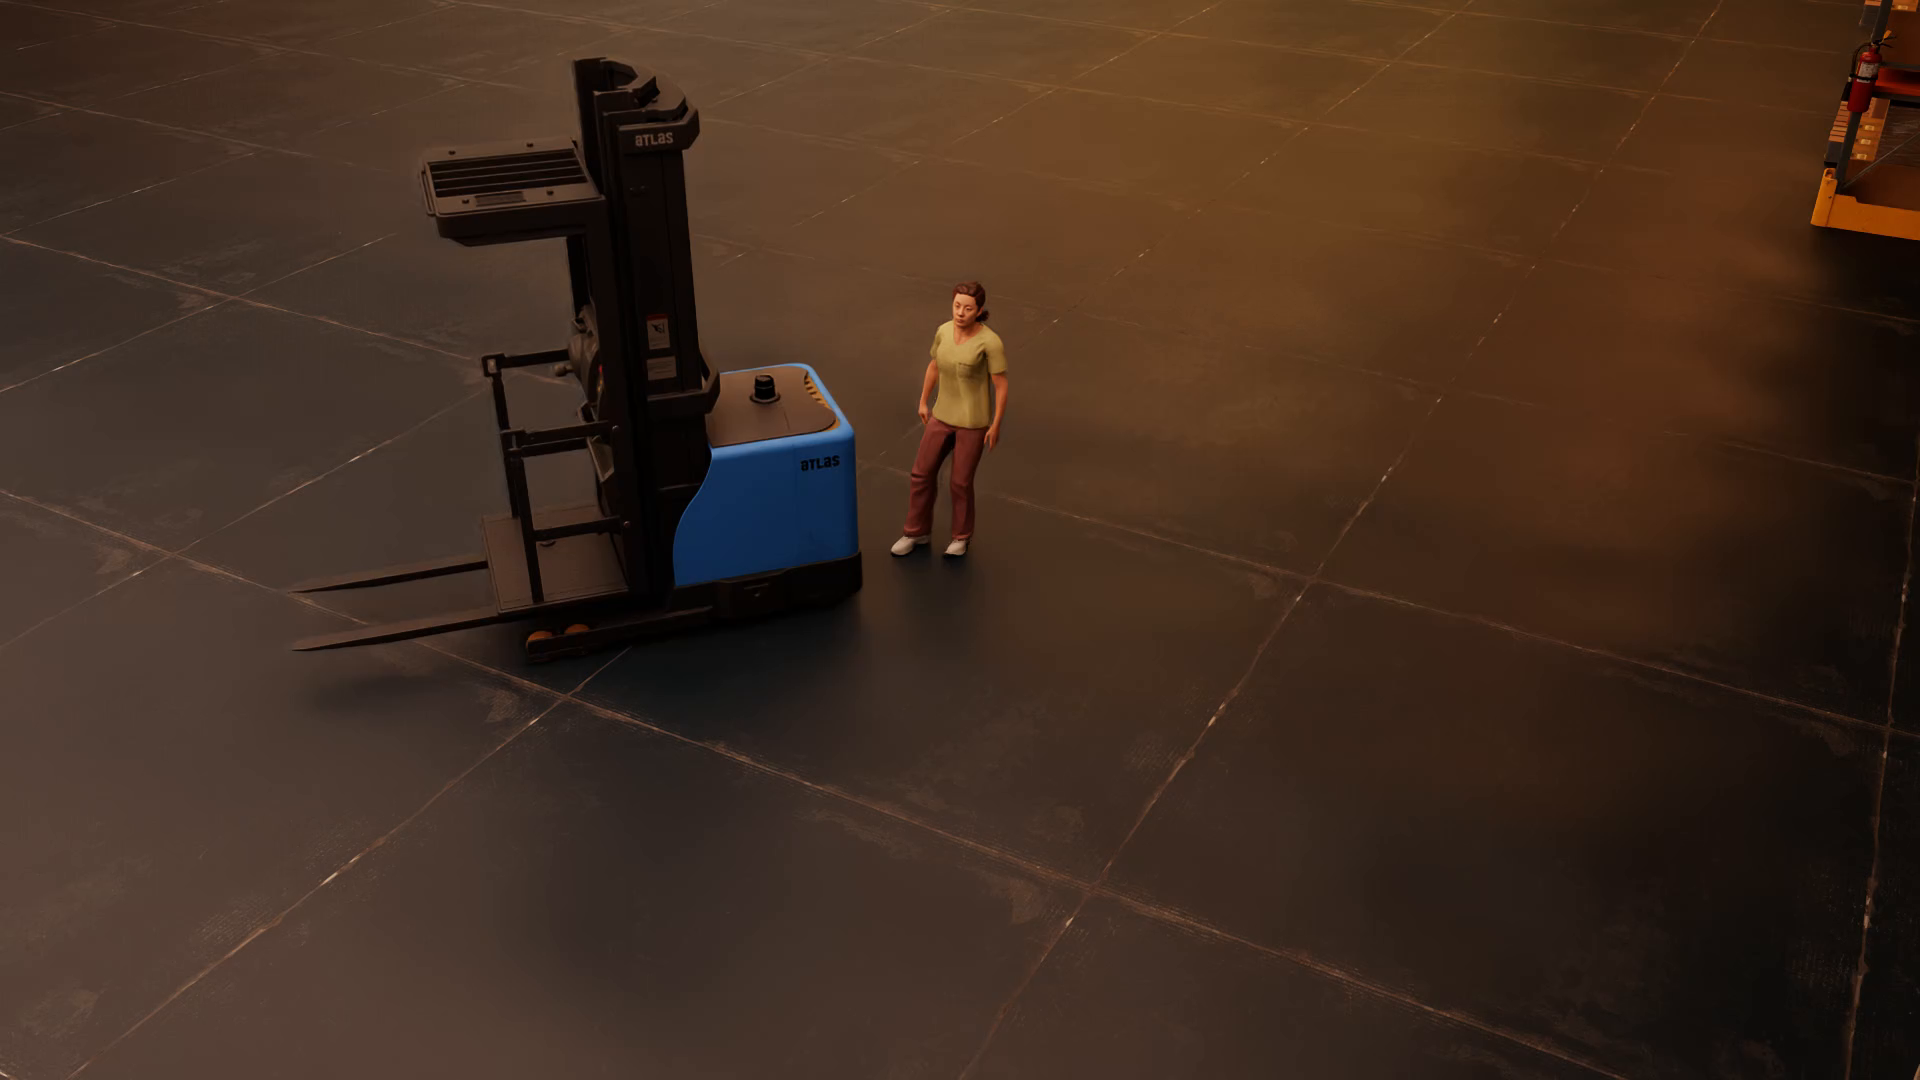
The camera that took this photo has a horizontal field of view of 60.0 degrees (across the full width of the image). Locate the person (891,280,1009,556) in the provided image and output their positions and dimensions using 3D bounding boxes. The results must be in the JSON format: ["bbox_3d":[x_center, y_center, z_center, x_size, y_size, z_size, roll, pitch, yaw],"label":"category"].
[{"bbox_3d":[-0.036,-0.662,9.499,0.585,1.665,0.552,17,34,27],"label":"person"}]

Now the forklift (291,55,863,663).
[{"bbox_3d":[-2.126,-0.914,8.654,3.031,2.935,1.130,-10,31,-17],"label":"forklift"}]
